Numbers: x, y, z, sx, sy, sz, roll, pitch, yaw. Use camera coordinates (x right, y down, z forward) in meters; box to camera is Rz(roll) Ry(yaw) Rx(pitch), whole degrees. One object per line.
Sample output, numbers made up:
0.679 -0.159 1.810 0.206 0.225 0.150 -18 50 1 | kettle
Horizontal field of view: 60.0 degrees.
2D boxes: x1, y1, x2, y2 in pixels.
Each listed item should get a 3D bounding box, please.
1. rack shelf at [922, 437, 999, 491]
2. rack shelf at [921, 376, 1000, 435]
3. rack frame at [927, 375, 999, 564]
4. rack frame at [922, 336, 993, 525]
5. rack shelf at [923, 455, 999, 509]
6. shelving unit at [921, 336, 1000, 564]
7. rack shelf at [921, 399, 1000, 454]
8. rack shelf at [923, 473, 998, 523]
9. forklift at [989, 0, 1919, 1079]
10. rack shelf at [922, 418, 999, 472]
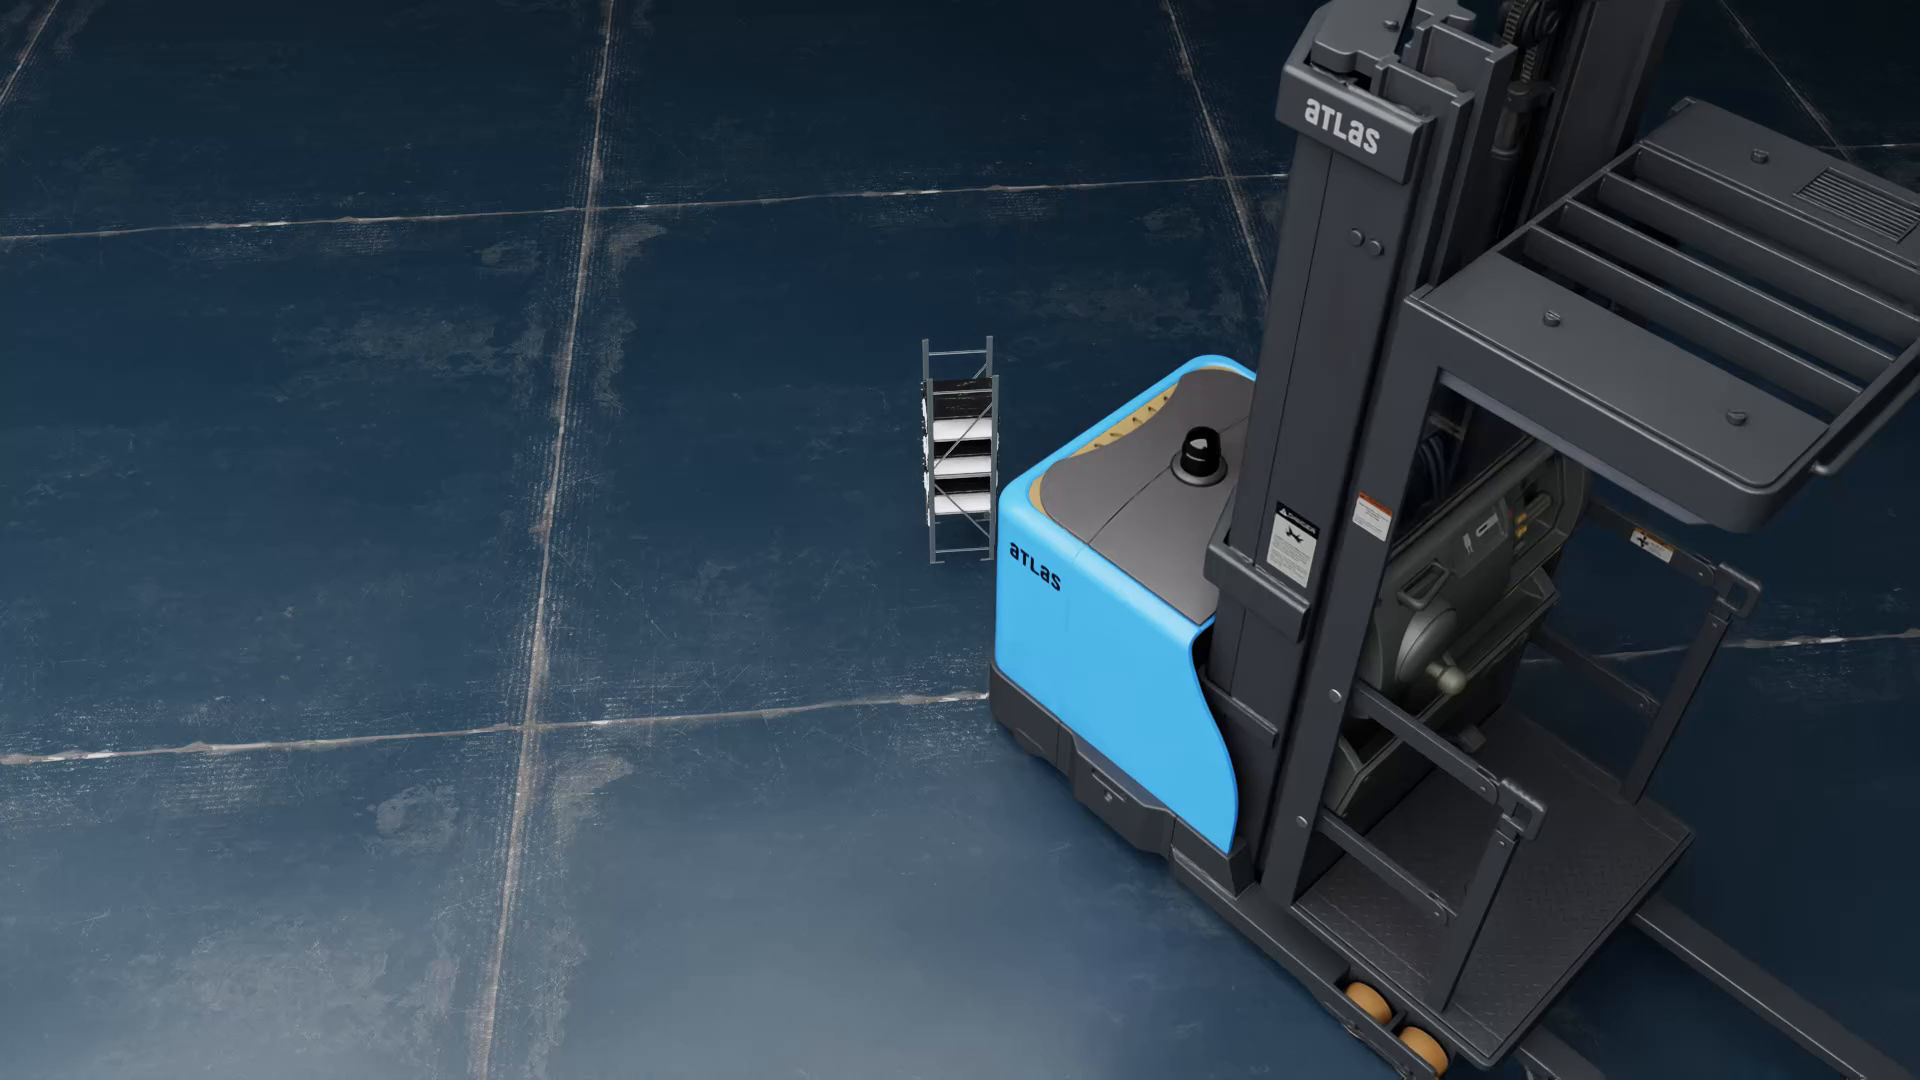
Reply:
0.001 -0.281 5.942 0.258 0.077 0.200 -3 47 -3 | rack shelf
0.001 -0.466 5.746 0.258 0.077 0.200 -3 47 -3 | rack shelf
0.009 -0.230 5.848 0.240 0.900 0.006 -3 47 -3 | rack frame
-0.008 -0.377 5.987 0.240 0.900 0.006 -3 47 -3 | rack frame
0.001 -0.219 6.007 0.258 0.077 0.200 -3 47 -3 | rack shelf
0.001 -0.304 5.918 0.258 0.900 0.210 -3 47 -3 | shelving unit
0.001 -0.404 5.811 0.258 0.077 0.200 -3 47 -3 | rack shelf
0.001 -0.157 6.073 0.258 0.077 0.200 -3 47 -3 | rack shelf
1.476 0.124 4.114 1.130 2.935 3.031 -35 55 -28 | forklift
0.001 -0.343 5.877 0.258 0.077 0.200 -3 47 -3 | rack shelf
